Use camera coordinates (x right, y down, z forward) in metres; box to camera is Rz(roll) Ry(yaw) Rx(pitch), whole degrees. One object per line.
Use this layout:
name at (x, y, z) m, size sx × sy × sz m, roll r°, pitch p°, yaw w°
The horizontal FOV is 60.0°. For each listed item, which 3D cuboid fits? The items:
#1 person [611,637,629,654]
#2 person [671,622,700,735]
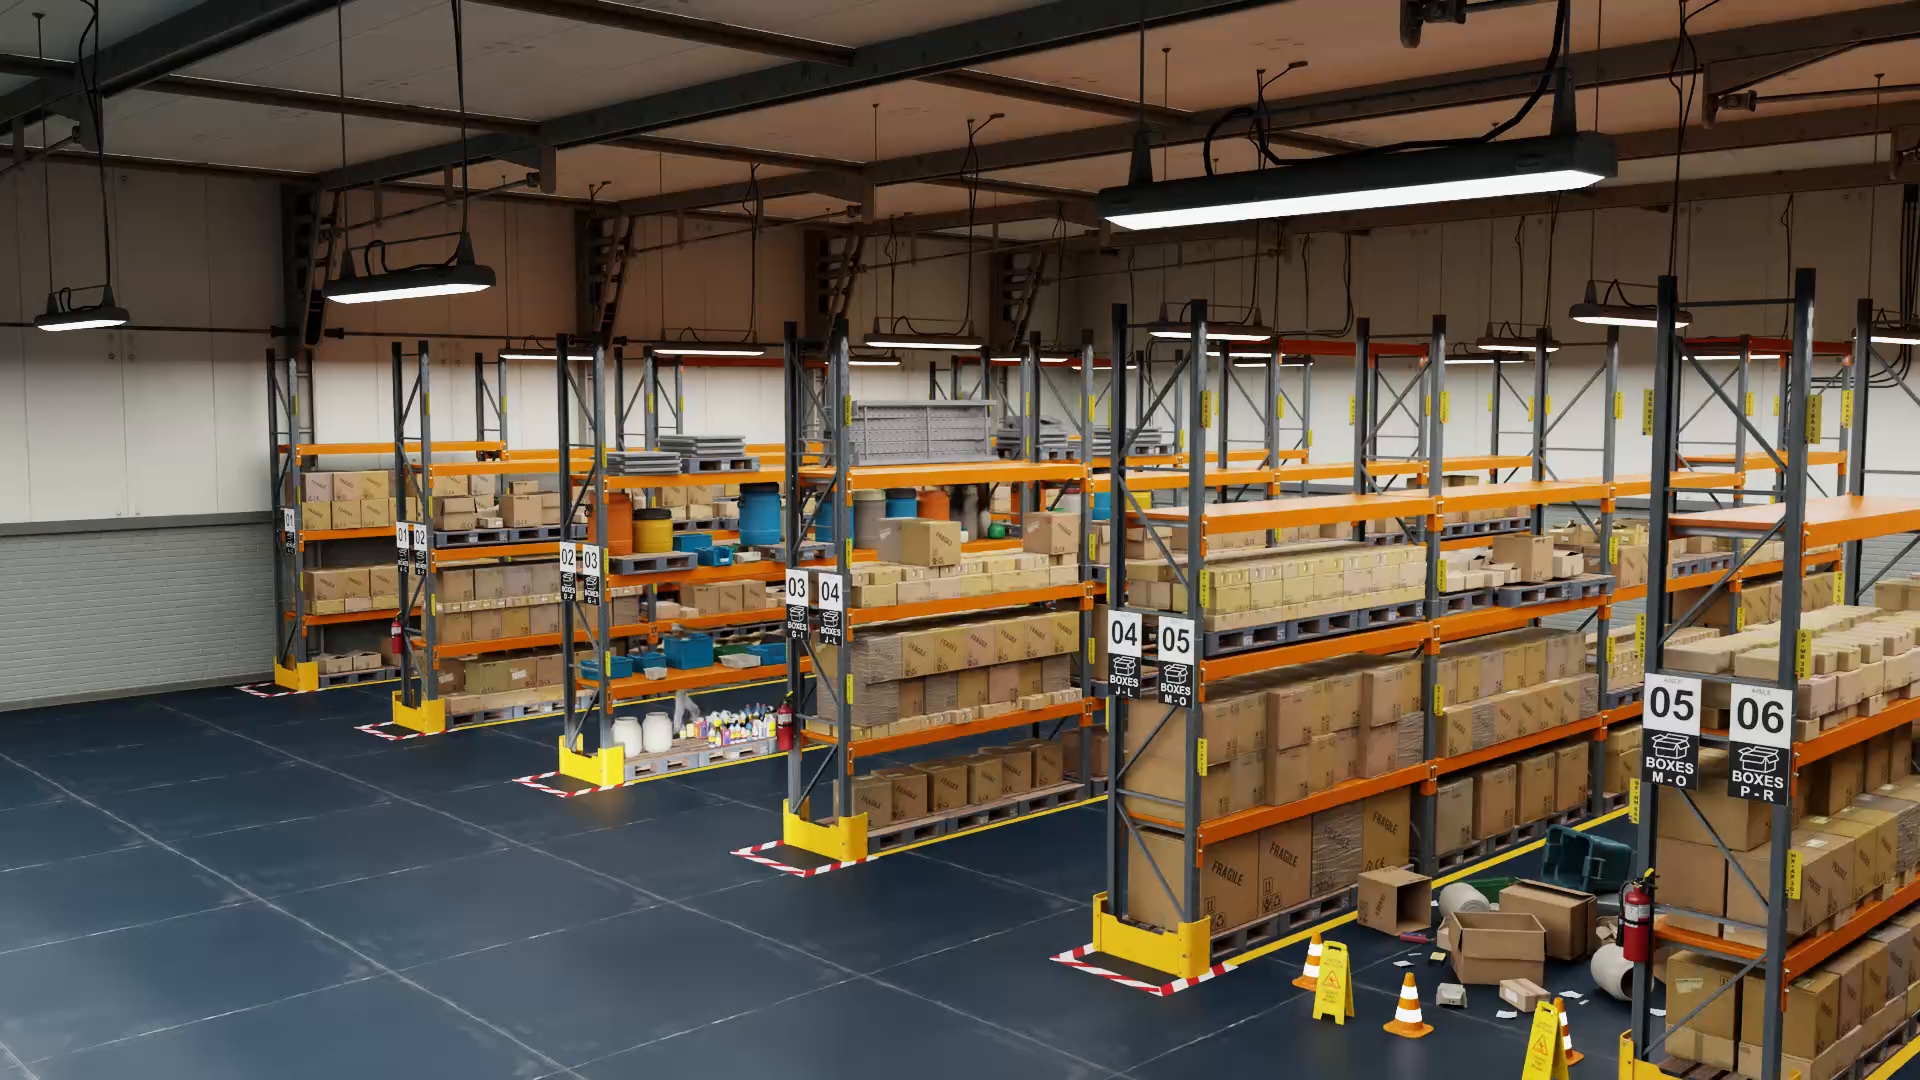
person at (-6.345, 1.679, 30.501) m, size 0.570 × 1.658 × 0.910 m, roll 5°, pitch 7°, yaw 44°
person at (-4.280, 2.095, 25.676) m, size 0.549 × 1.696 × 0.924 m, roll 3°, pitch 6°, yaw 30°
